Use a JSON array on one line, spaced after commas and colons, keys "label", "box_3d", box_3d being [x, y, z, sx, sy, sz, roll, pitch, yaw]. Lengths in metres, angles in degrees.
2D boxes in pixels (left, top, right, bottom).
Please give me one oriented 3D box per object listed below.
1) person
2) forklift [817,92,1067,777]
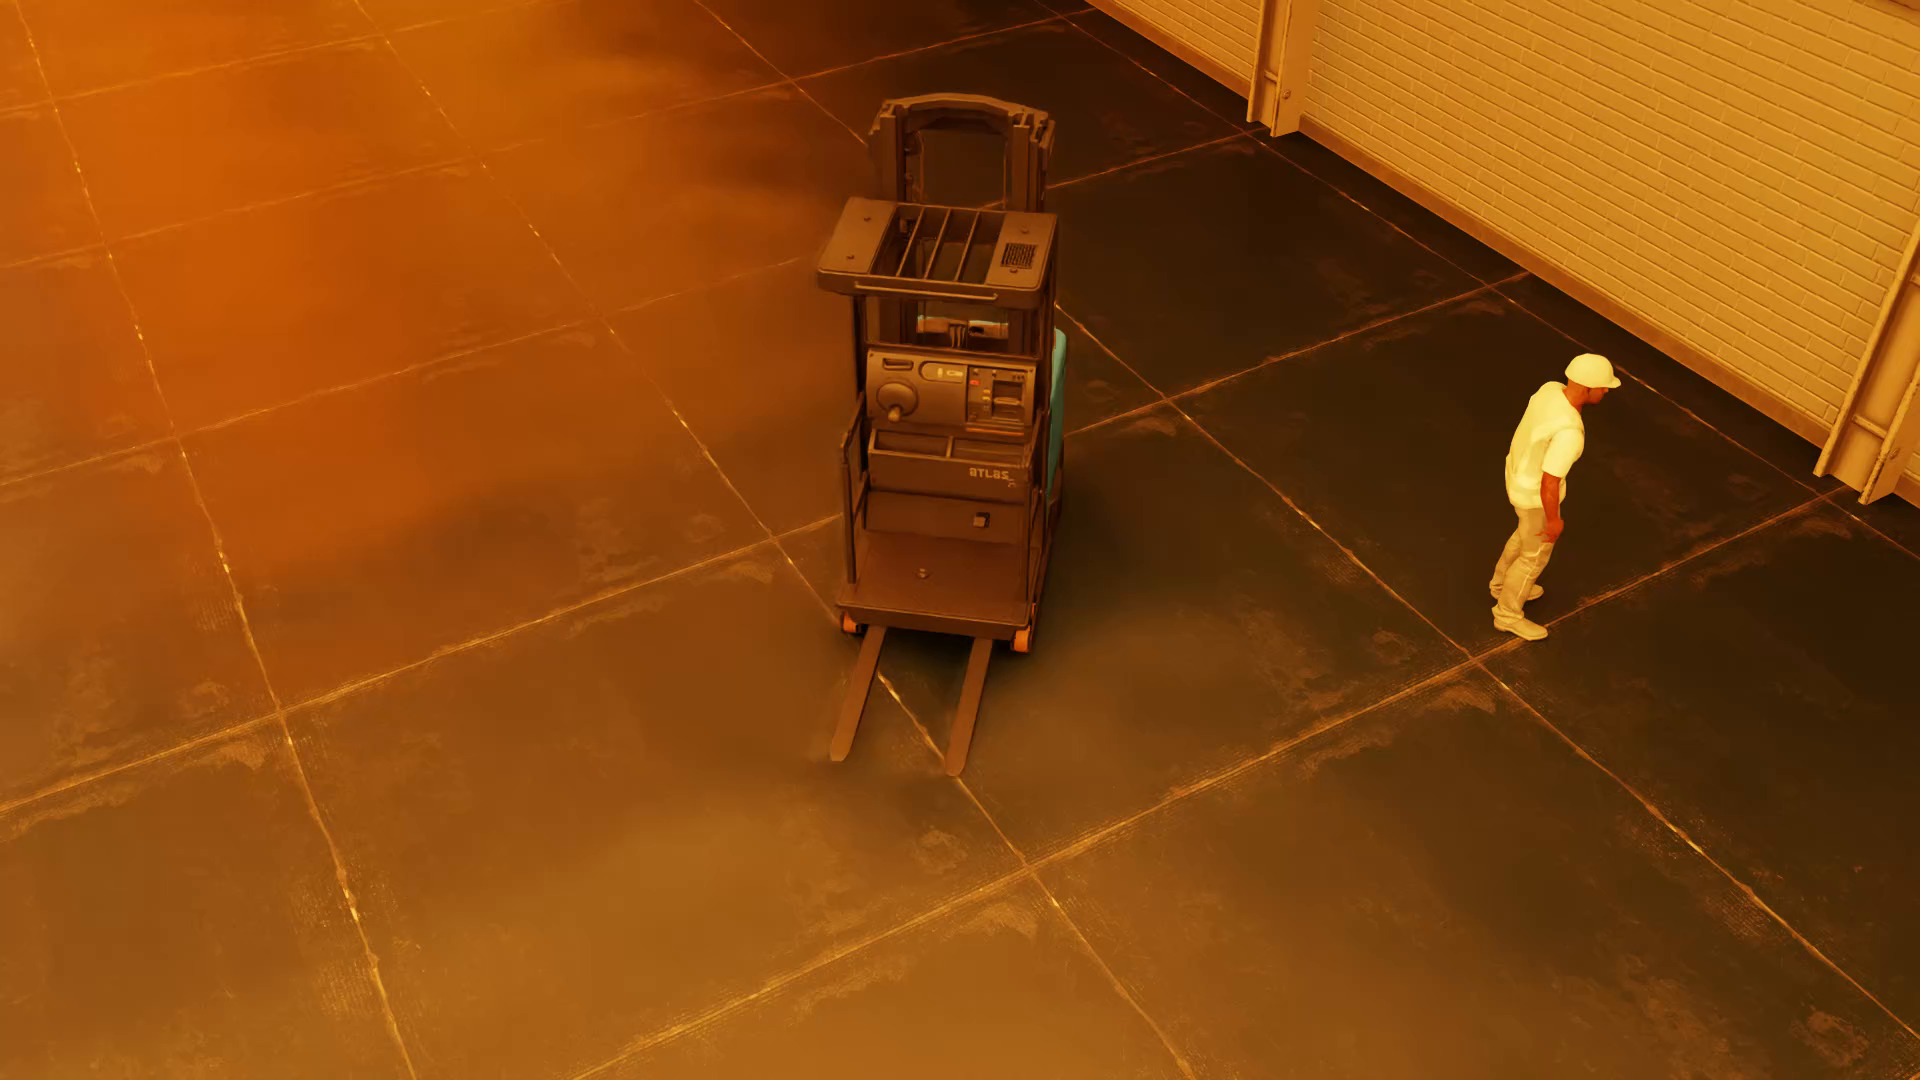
[{"label": "person", "box_3d": [3.271, -0.278, 9.295, 0.461, 1.755, 0.630, 6, 40, 7]}, {"label": "forklift", "box_3d": [-0.085, -0.733, 8.920, 1.130, 2.935, 3.031, 6, 40, 7]}]
